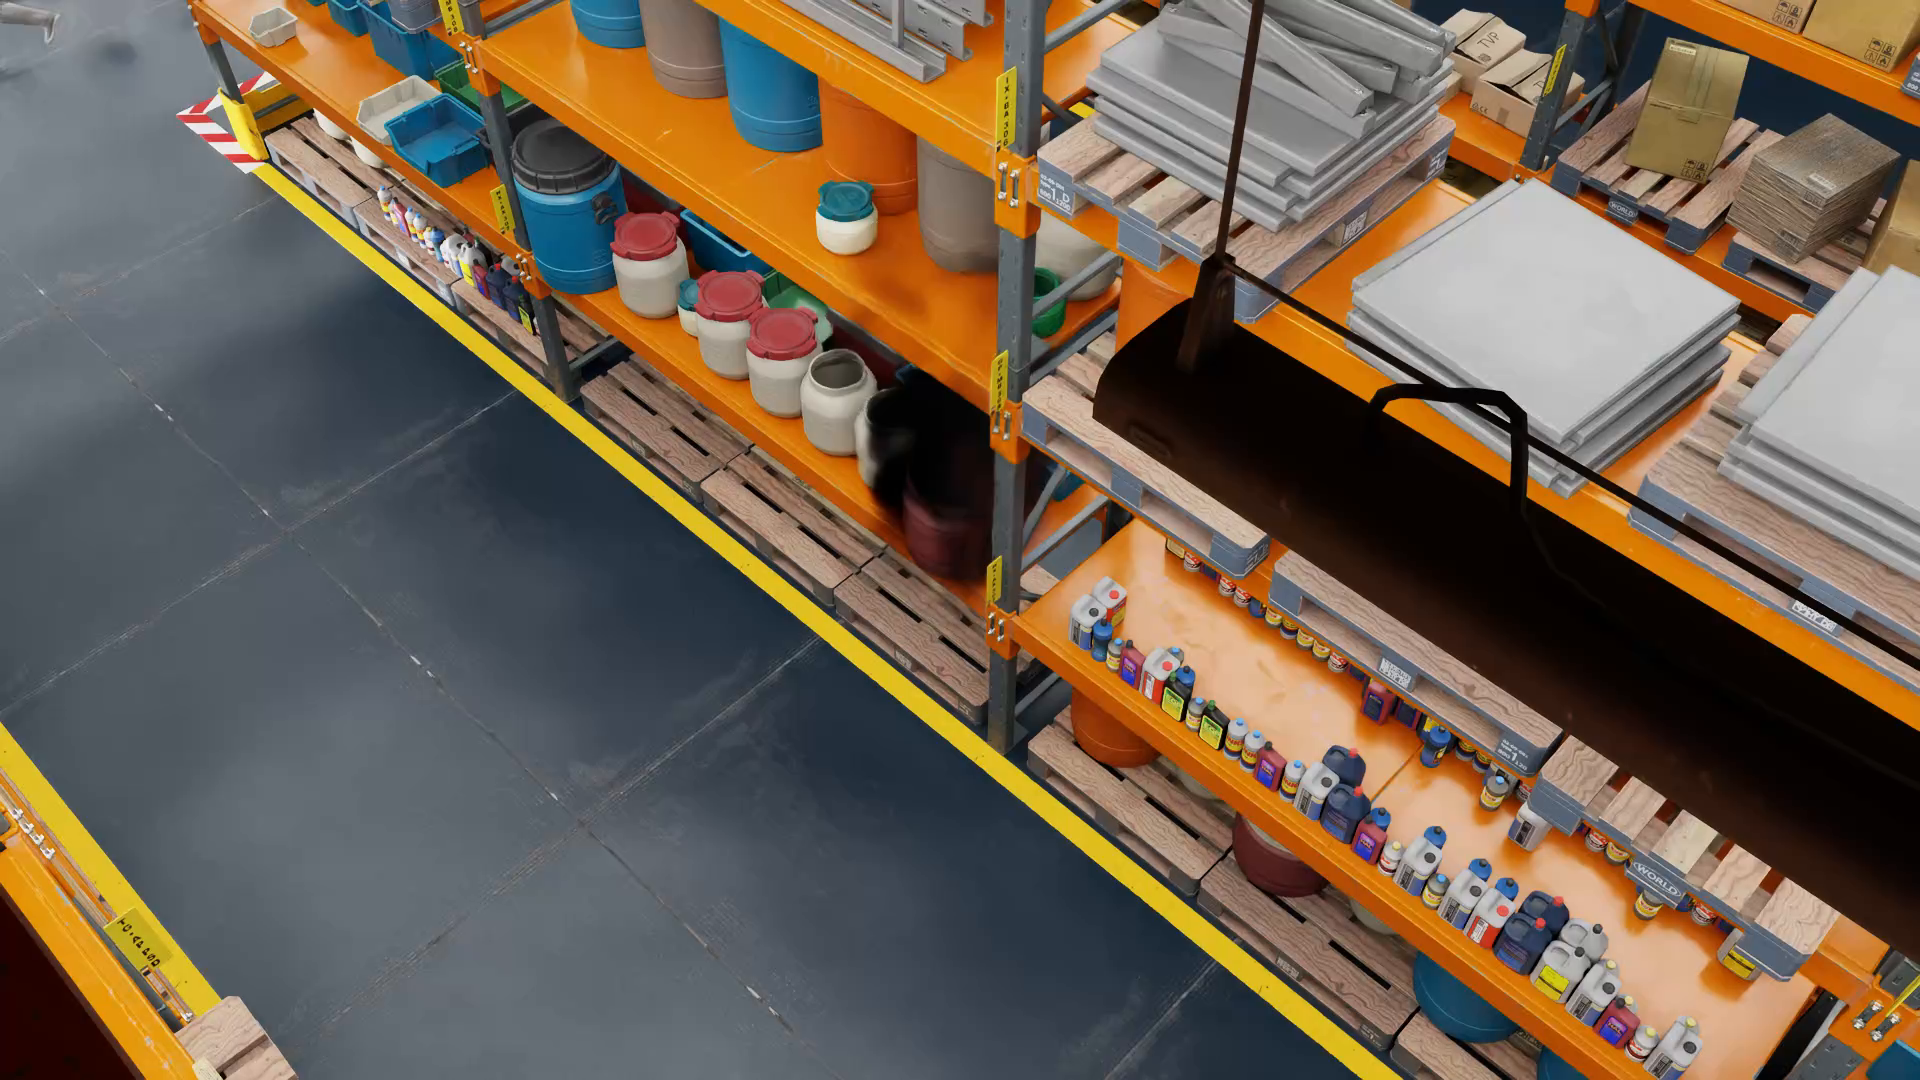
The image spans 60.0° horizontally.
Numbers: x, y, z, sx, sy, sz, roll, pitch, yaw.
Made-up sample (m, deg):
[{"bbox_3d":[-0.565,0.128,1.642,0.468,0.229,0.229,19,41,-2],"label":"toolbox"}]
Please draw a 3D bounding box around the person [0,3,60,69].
[{"bbox_3d":[-7.704,-4.404,13.000,0.850,1.705,0.588,-12,51,-10],"label":"person"}]
